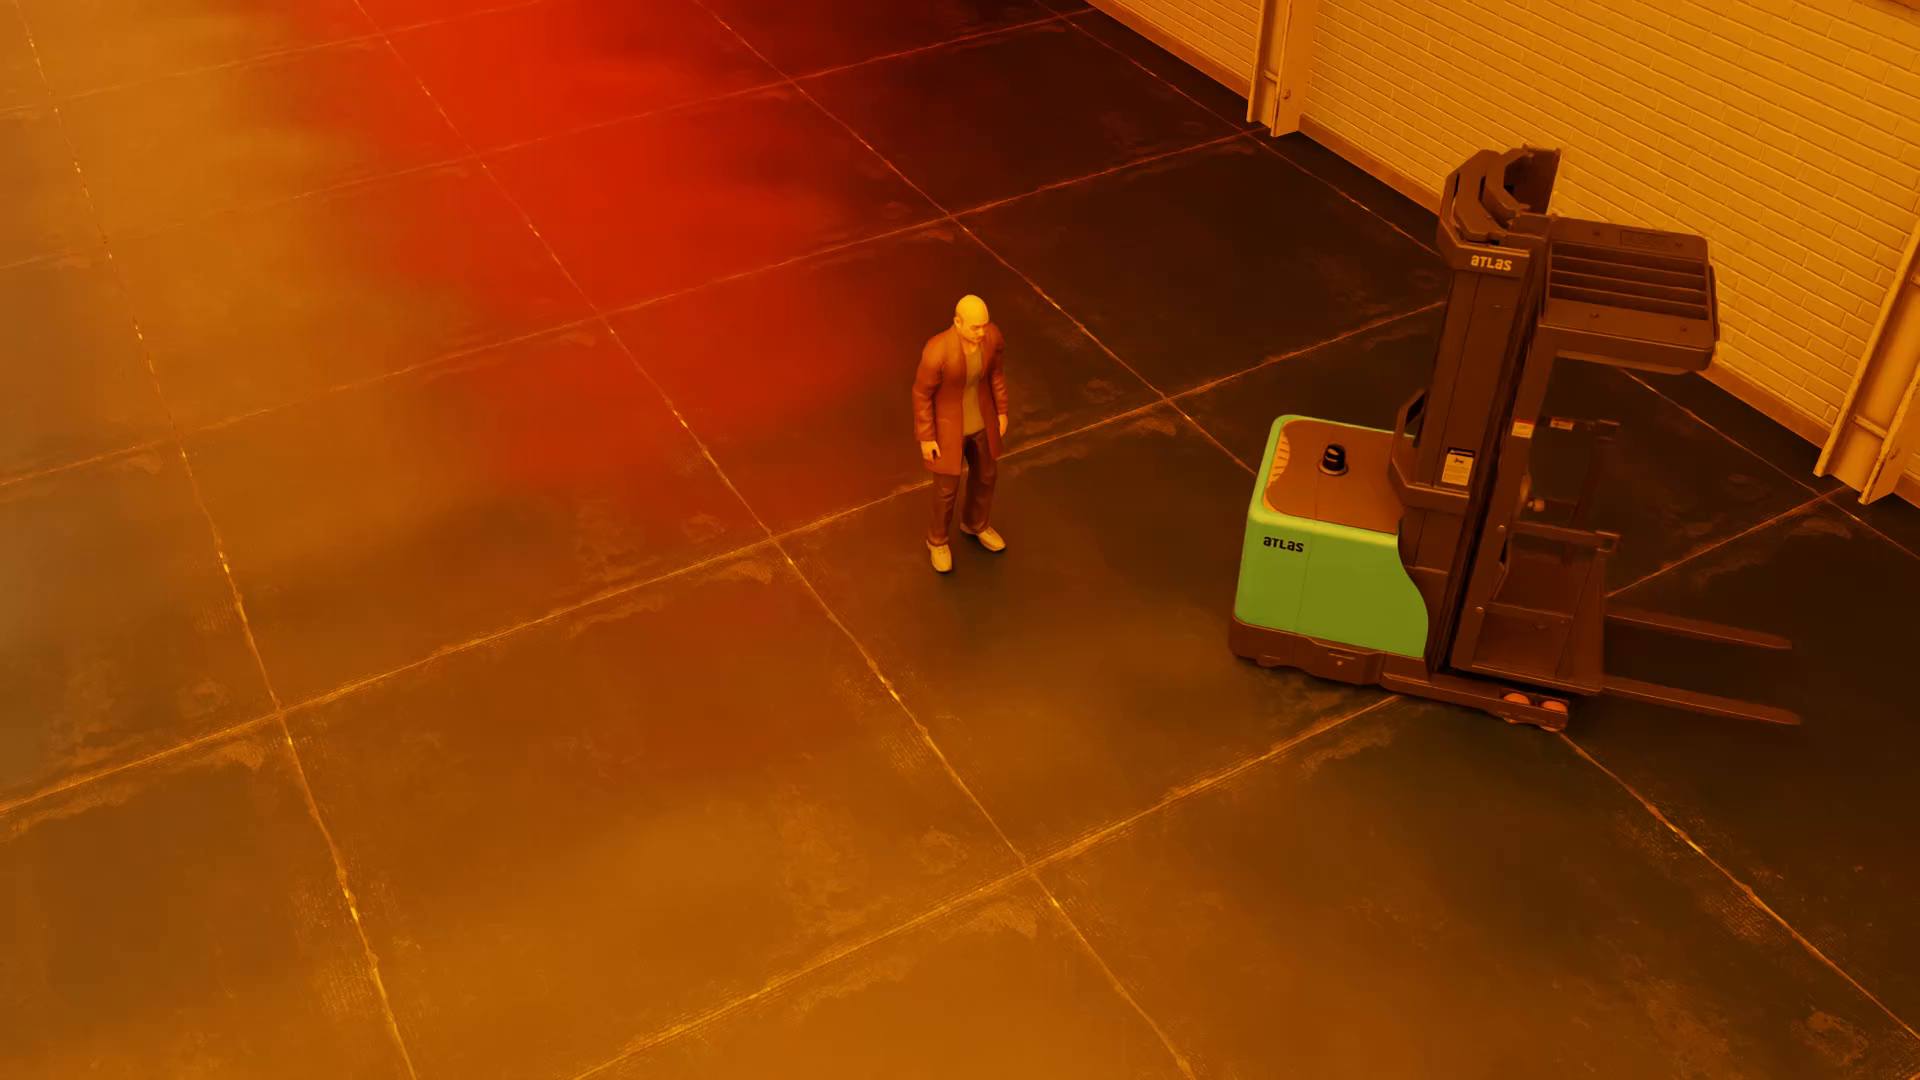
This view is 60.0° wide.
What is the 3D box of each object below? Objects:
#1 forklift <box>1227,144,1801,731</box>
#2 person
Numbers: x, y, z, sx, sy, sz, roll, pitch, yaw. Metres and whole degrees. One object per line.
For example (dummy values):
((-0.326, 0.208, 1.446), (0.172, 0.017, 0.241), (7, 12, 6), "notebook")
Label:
((3.103, -0.468, 8.600), (3.031, 2.935, 1.130), (11, 41, 13), "forklift")
((0.024, -0.668, 9.749), (0.644, 1.773, 0.431), (-22, 44, -24), "person")
